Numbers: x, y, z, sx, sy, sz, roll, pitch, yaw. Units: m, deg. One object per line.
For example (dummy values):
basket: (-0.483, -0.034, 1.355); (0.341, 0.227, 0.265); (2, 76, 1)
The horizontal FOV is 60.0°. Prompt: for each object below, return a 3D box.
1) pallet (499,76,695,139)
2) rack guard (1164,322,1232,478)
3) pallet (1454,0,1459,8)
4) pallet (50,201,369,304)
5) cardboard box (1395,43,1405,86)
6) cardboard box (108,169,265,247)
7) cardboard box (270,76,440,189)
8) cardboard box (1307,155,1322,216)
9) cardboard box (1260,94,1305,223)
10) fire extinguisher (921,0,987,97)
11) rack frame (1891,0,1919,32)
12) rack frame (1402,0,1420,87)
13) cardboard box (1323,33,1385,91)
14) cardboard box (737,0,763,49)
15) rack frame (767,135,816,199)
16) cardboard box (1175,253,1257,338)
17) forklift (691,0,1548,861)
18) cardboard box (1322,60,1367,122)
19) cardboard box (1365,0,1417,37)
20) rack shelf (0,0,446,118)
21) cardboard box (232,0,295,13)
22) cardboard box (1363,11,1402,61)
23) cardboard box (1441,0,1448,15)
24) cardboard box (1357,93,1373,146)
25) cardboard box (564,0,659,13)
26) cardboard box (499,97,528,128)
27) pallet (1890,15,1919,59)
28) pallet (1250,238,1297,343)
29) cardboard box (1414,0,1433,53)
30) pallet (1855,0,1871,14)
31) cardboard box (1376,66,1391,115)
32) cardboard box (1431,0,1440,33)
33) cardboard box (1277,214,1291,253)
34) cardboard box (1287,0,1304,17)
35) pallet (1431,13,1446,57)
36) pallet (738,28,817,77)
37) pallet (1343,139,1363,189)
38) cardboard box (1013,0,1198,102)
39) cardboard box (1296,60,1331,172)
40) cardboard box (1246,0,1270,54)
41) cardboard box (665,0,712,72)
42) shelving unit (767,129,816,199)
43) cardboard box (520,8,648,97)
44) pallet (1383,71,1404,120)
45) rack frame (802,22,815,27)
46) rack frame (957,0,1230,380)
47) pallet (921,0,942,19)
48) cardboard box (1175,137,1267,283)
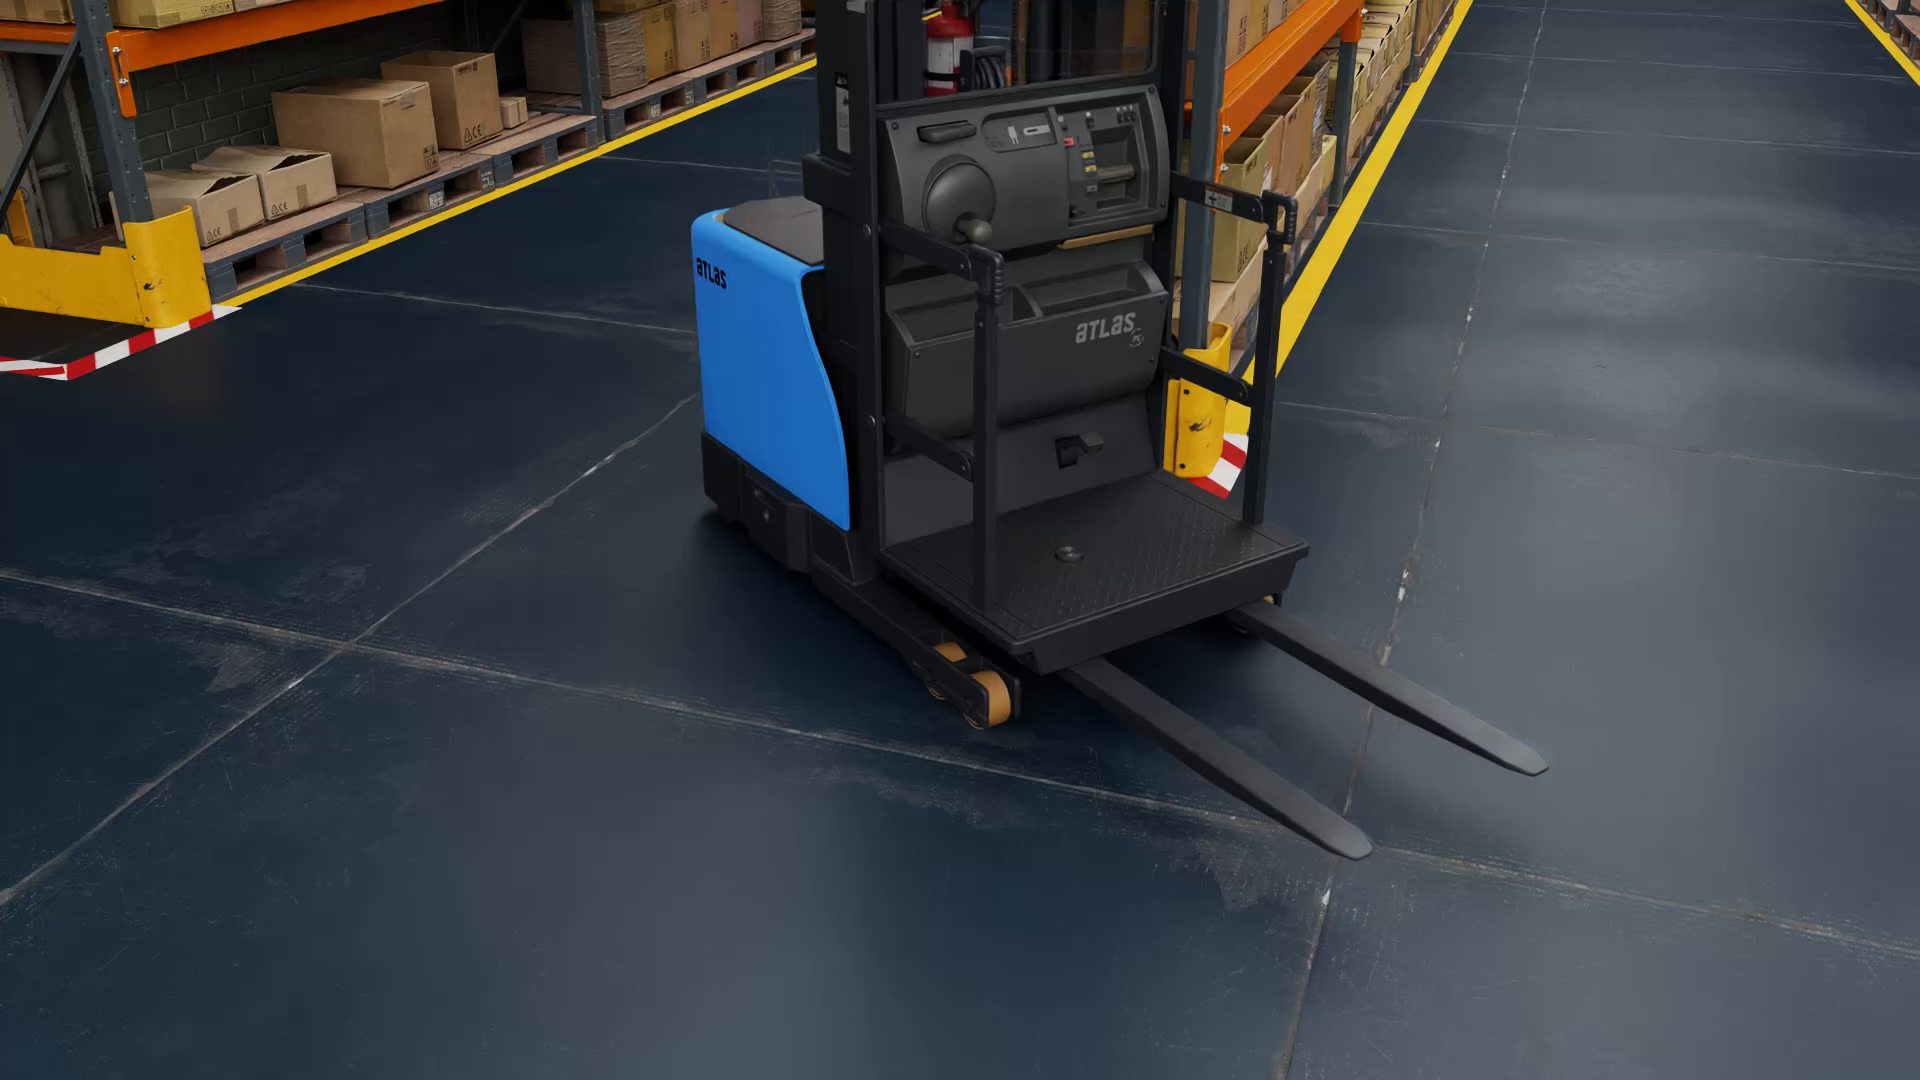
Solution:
pallet: (-2.646, -3.167, 12.049); (1.003, 0.211, 1.213); (9, 27, 17)
rack guard: (0.430, -0.606, 6.429); (1.175, 0.500, 0.348); (9, 27, 17)
pallet: (4.661, -5.700, 17.280); (1.003, 0.211, 1.213); (9, 27, 17)
pallet: (-3.906, -1.563, 8.736); (1.003, 0.211, 1.213); (9, 27, 17)
cardboard box: (2.987, -3.516, 12.244); (0.500, 0.250, 0.500); (8, 27, 17)
cardboard box: (-3.919, -1.717, 8.435); (0.500, 0.311, 0.500); (6, 26, 12)
cardboard box: (-3.438, -2.331, 9.485); (0.700, 0.500, 0.500); (7, 27, 14)
cardboard box: (1.645, -1.910, 8.926); (0.500, 0.250, 0.500); (9, 27, 17)
cardboard box: (1.328, -1.834, 7.909); (0.500, 0.500, 0.500); (9, 27, 17)
fire extinguisher: (-0.039, -1.725, 5.960); (0.296, 0.674, 0.183); (9, 27, 17)
rack frame: (9.101, -5.953, 14.603); (1.000, 3.000, 0.127); (9, 27, 17)
rack frame: (3.100, -5.029, 12.694); (1.000, 3.000, 0.127); (9, 27, 17)
cardboard box: (2.484, -3.140, 10.824); (0.500, 0.311, 0.500); (8, 27, 16)
cardboard box: (-2.044, -4.320, 13.595); (0.700, 0.500, 0.500); (9, 27, 17)
rack frame: (-0.601, -0.876, 6.153); (0.240, 1.200, 0.006); (17, 28, 36)
cardboard box: (0.989, -1.087, 7.226); (0.500, 0.250, 0.500); (9, 27, 17)
forklift: (0.327, -1.026, 4.505); (1.130, 2.935, 3.031); (-16, 30, -30)
cardboard box: (2.142, -2.723, 9.961); (0.500, 0.311, 0.500); (9, 27, 18)
cardboard box: (3.158, -3.982, 12.561); (0.500, 0.311, 0.500); (9, 27, 19)
rack shelf: (-3.569, -2.956, 9.239); (1.077, 0.370, 4.000); (9, 27, 17)
cardboard box: (-3.613, -2.770, 8.177); (0.500, 0.250, 0.500); (8, 27, 16)
cardboard box: (2.821, -3.560, 11.691); (0.500, 0.311, 0.500); (9, 27, 17)
cardboard box: (4.198, -5.093, 15.191); (0.500, 0.500, 0.500); (9, 27, 18)
cardboard box: (2.308, -2.676, 10.509); (0.500, 0.250, 0.500); (9, 27, 19)
cardboard box: (-2.531, -3.999, 12.070); (0.500, 0.250, 0.500); (8, 27, 16)
cardboard box: (-3.053, -2.800, 10.838); (0.380, 0.166, 0.250); (5, 26, 11)
pallet: (8.805, -4.387, 14.568); (1.003, 0.211, 1.213); (9, 27, 17)
pallet: (1.061, -1.306, 8.206); (1.003, 0.211, 1.213); (9, 27, 17)
cardboard box: (3.521, -4.247, 13.444); (0.500, 0.500, 0.500); (10, 28, 20)
pallet: (9.714, -5.509, 16.885); (1.003, 0.211, 1.213); (9, 27, 17)
cardboard box: (2.648, -3.098, 11.380); (0.500, 0.250, 0.500); (9, 27, 18)
cardboard box: (3.862, -4.669, 14.314); (0.500, 0.500, 0.500); (8, 27, 17)
cardboard box: (1.327, -1.497, 8.073); (0.500, 0.250, 0.500); (9, 27, 17)
cardboard box: (1.287, -2.823, 8.025); (0.700, 0.500, 0.500); (9, 27, 18)
pallet: (3.792, -4.575, 14.956); (1.003, 0.211, 1.213); (9, 27, 17)
pallet: (-1.834, -4.170, 14.120); (1.003, 0.211, 1.213); (9, 27, 17)
pallet: (1.978, -2.438, 10.544); (1.003, 0.211, 1.213); (9, 27, 17)
cardboard box: (0.605, -1.976, 6.275); (0.700, 0.500, 0.500); (9, 27, 17)
cardboard box: (1.644, -2.248, 8.764); (0.500, 0.500, 0.500); (9, 27, 17)
cardboard box: (0.946, -2.396, 7.142); (0.700, 0.500, 0.500); (9, 27, 18)
cardboard box: (-2.342, -3.903, 12.733); (0.700, 0.500, 0.500); (9, 27, 18)
shelving unit: (-0.543, -0.903, 6.218); (0.258, 1.200, 0.189); (17, 28, 36)
cardboard box: (-2.674, -3.480, 11.858); (0.700, 0.500, 0.500); (10, 27, 19)
pallet: (2.789, -3.441, 12.615); (1.003, 0.211, 1.213); (9, 27, 17)
rack frame: (-1.572, -5.746, 14.175); (1.000, 3.000, 0.127); (9, 27, 17)
rack frame: (0.438, -1.741, 5.904); (1.000, 3.000, 0.127); (9, 27, 17)
pallet: (-0.831, -5.303, 16.461); (1.003, 0.211, 1.213); (9, 27, 17)
cardboard box: (0.991, -1.424, 7.062); (0.500, 0.500, 0.500); (9, 27, 17)
